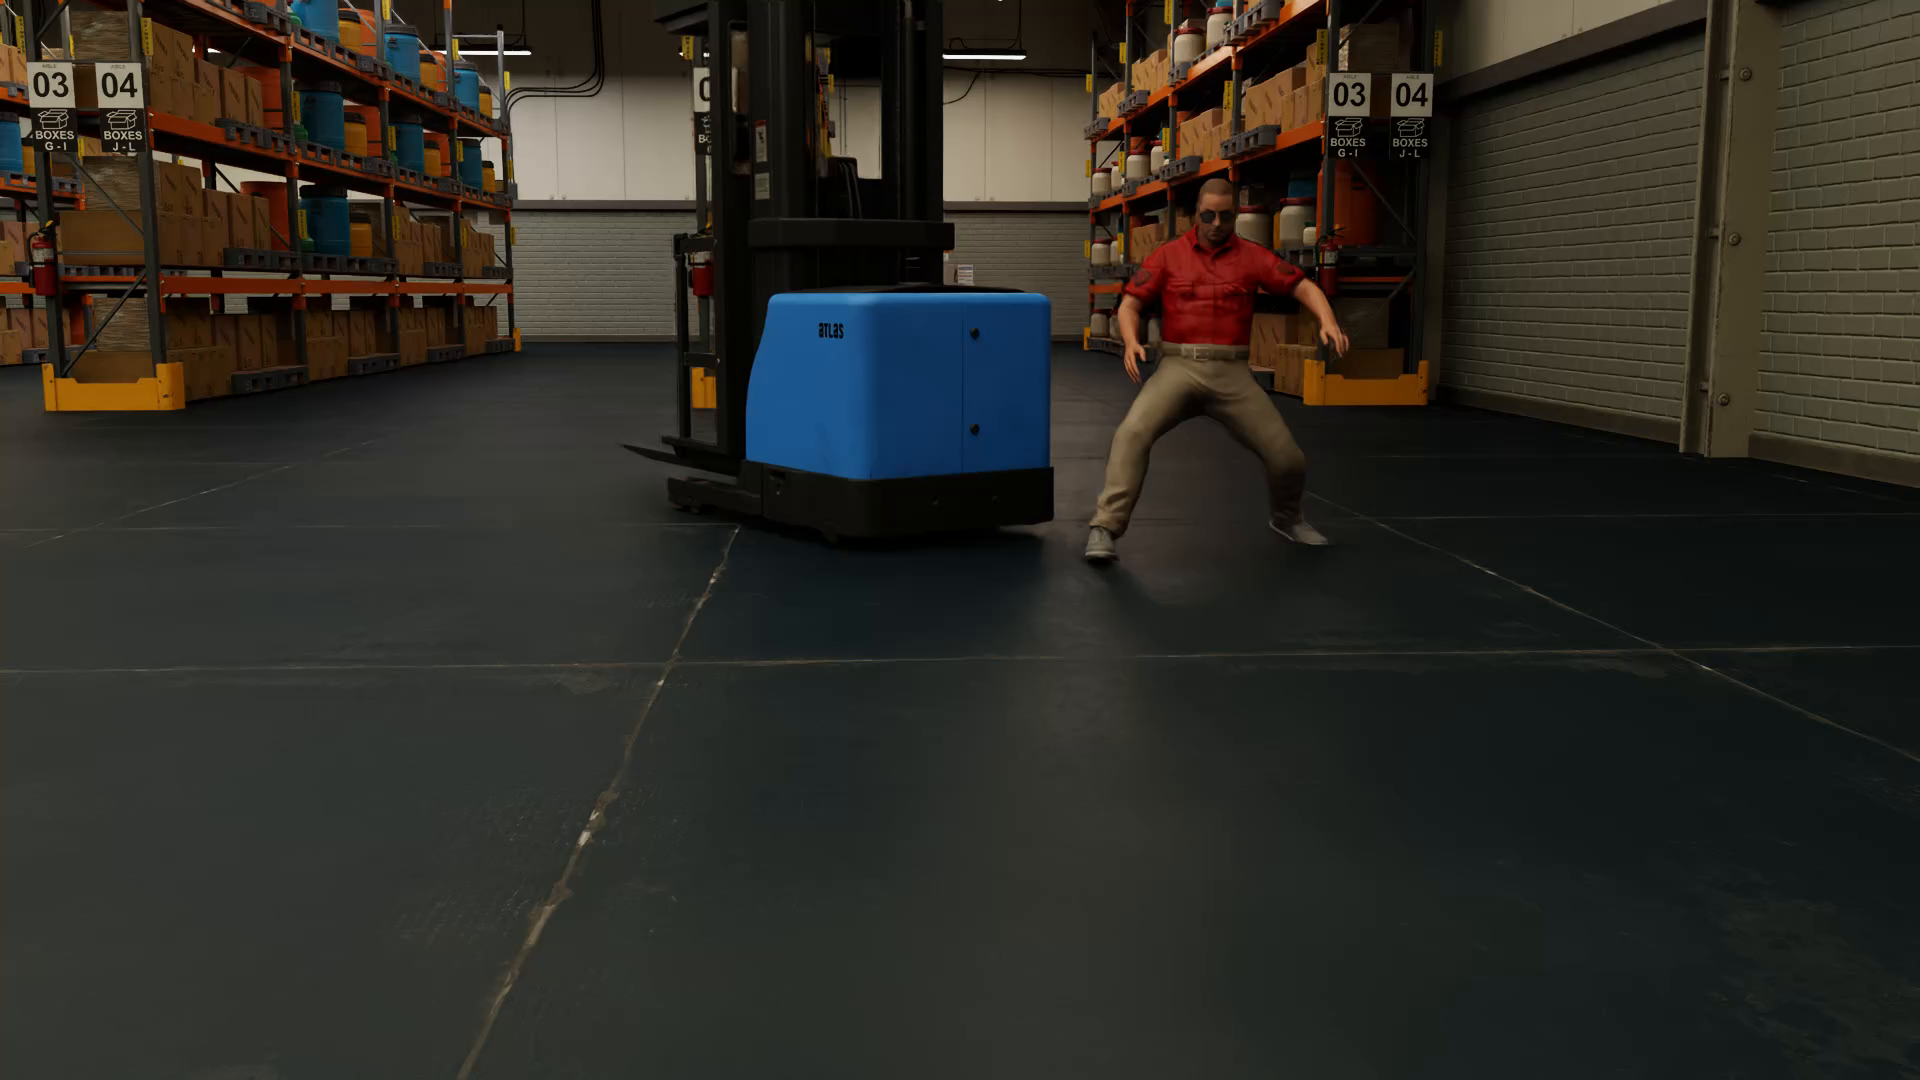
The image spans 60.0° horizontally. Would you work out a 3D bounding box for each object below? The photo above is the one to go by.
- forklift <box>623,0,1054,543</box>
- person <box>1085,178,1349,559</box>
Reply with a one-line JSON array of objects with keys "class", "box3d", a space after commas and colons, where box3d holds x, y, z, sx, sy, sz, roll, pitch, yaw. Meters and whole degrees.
[{"class": "forklift", "box3d": [-0.808, -1.610, 8.177, 1.130, 2.935, 3.031, -5, 10, -33]}, {"class": "person", "box3d": [1.054, -0.697, 6.874, 1.046, 1.573, 0.994, 1, 8, 5]}]
